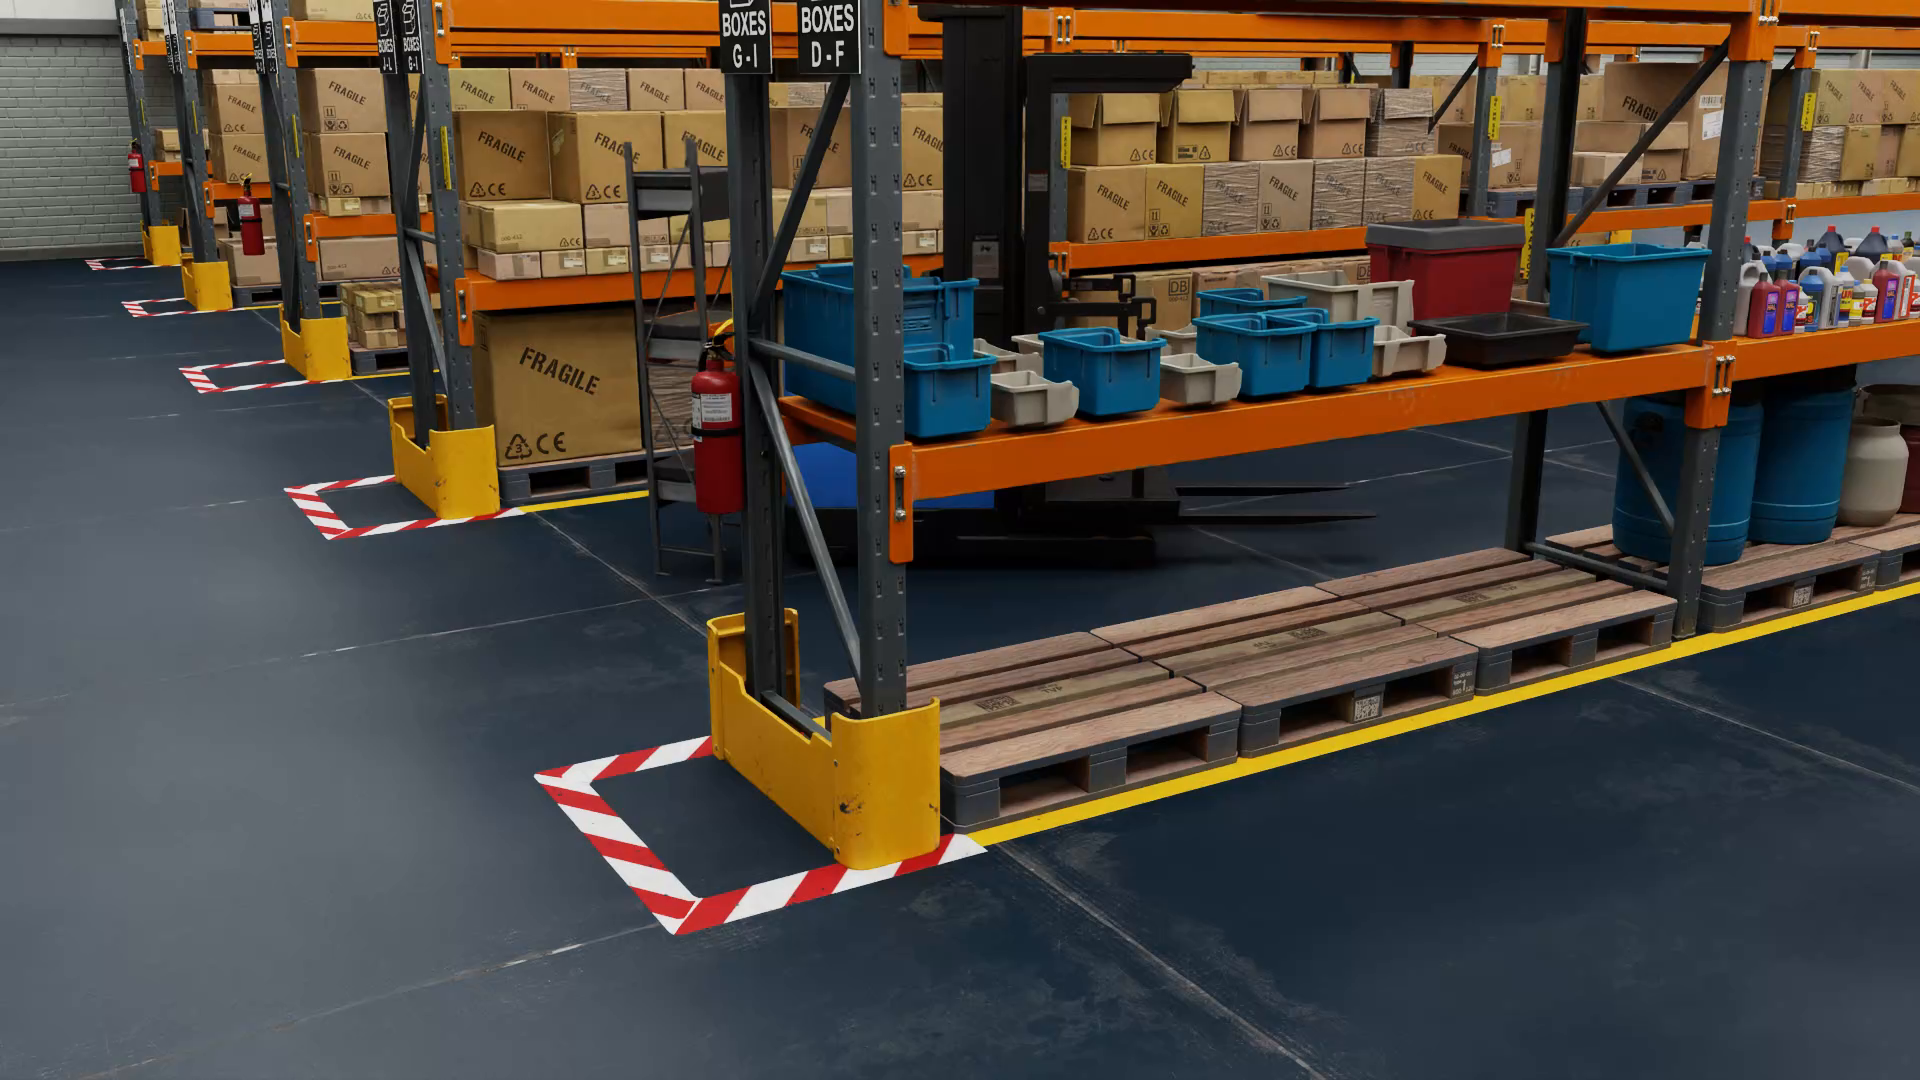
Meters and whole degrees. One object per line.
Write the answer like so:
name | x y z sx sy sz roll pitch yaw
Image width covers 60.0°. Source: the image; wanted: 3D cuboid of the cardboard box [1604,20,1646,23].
cardboard box | 5.242 -4.348 13.585 0.500 0.250 0.500 -9 18 -29

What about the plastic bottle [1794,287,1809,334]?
plastic bottle | 3.692 -1.018 7.353 0.097 0.201 0.097 0 16 0

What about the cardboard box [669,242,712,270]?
cardboard box | -1.671 -1.708 9.912 0.250 0.149 0.380 -10 18 -31

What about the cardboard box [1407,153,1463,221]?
cardboard box | 3.537 -2.747 12.967 0.500 0.500 0.500 -9 18 -28

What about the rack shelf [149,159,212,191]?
rack shelf | -8.974 -5.085 22.826 4.000 0.370 1.077 -9 18 -30

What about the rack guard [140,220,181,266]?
rack guard | -10.623 -3.961 22.112 0.348 0.500 1.175 -9 18 -30

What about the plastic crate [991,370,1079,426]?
plastic crate | 0.224 -0.452 5.344 0.298 0.136 0.250 -9 18 -30

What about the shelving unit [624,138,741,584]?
shelving unit | -1.252 -0.880 8.139 0.431 2.100 0.503 6 17 26

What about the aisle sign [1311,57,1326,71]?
aisle sign | 5.479 -7.562 25.512 0.004 0.787 0.394 -9 18 -30

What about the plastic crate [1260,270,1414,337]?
plastic crate | 1.550 -0.925 6.761 0.530 0.282 0.437 -9 18 -30

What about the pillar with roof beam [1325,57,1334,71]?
pillar with roof beam | 9.326 -10.216 28.683 0.400 9.000 9.100 -9 18 -30

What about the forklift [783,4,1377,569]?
forklift | 0.626 -1.411 8.514 3.031 2.935 1.130 0 16 0

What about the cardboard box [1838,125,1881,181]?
cardboard box | 8.125 -3.682 15.751 0.500 0.500 0.875 -9 18 -30

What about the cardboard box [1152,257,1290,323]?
cardboard box | 1.707 -1.666 12.454 0.875 0.875 1.225 -10 18 -32

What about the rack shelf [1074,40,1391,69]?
rack shelf | 3.079 -5.362 18.258 4.000 0.370 1.077 -9 18 -30

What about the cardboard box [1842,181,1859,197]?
cardboard box | 8.231 -3.330 15.698 0.250 0.149 0.380 -9 18 -30

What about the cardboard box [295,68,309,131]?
cardboard box | -5.229 -3.668 13.850 0.500 0.500 0.500 -10 18 -31

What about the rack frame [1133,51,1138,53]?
rack frame | 2.157 -5.674 23.593 0.127 3.000 1.000 -9 18 -30

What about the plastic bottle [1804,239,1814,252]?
plastic bottle | 4.360 -1.411 8.602 0.133 0.283 0.061 -9 18 -30

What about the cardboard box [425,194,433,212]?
cardboard box | -4.440 -2.860 14.022 0.250 0.149 0.380 -8 18 -27

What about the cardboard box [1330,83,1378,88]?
cardboard box | 4.371 -5.002 19.158 0.500 0.500 0.700 -10 18 -31

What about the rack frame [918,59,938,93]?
rack frame | -0.402 -6.822 27.688 0.127 3.000 1.000 -9 18 -30

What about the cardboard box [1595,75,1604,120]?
cardboard box | 7.884 -5.648 21.223 0.550 0.550 0.875 -9 18 -30

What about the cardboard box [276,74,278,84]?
cardboard box | -7.212 -4.895 17.577 0.250 0.149 0.380 -9 18 -28

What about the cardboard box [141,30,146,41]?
cardboard box | -10.533 -6.575 21.716 0.250 0.149 0.380 -9 18 -28

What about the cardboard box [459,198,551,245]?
cardboard box | -2.747 -1.913 9.902 0.500 0.250 0.500 -10 18 -31

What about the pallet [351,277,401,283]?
pallet | -6.439 -2.961 19.081 1.213 0.211 1.003 -9 18 -30

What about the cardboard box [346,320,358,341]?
cardboard box | -5.149 -1.825 14.368 0.250 0.149 0.380 -9 18 -29

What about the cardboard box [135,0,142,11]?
cardboard box | -10.451 -7.036 21.696 0.500 0.250 0.500 -10 18 -31

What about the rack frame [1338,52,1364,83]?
rack frame | 4.793 -4.543 19.558 0.127 3.000 1.000 -9 18 -30

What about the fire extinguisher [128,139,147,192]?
fire extinguisher | -10.577 -4.809 21.344 0.183 0.674 0.296 -9 18 -30

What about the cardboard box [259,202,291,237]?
cardboard box | -9.363 -4.325 22.635 0.500 0.500 0.700 -8 18 -27

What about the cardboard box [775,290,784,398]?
cardboard box | -0.975 -1.250 10.969 0.875 0.875 0.875 -9 18 -30

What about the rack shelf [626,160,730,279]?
rack shelf | -1.266 -1.542 7.956 0.431 0.518 0.480 6 17 26

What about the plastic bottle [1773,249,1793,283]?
plastic bottle | 4.067 -1.304 8.242 0.097 0.271 0.097 0 16 0

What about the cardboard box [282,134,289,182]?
cardboard box | -7.150 -4.131 17.904 0.500 0.500 0.500 -10 18 -31

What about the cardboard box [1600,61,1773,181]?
cardboard box | 6.508 -3.794 14.997 1.000 1.000 1.000 -9 18 -29

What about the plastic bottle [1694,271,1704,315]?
plastic bottle | 3.519 -1.181 7.935 0.097 0.201 0.097 0 16 0

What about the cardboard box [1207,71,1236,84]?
cardboard box | 3.539 -6.487 23.906 0.500 0.500 0.700 -10 18 -31

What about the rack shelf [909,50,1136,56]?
rack shelf | 0.443 -6.494 22.293 4.000 0.370 1.077 -9 18 -30

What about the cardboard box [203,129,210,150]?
cardboard box | -9.729 -5.295 21.970 0.500 0.250 0.500 -9 18 -29

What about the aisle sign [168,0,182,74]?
aisle sign | -8.041 -5.180 17.016 0.004 0.787 0.394 -9 18 -30

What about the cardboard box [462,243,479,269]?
cardboard box | -2.890 -1.718 9.945 0.250 0.149 0.380 -9 18 -29

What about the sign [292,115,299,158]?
sign | -5.214 -3.166 13.042 0.005 0.325 0.100 -9 18 -30

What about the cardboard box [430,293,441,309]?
cardboard box | -4.413 -2.056 14.089 0.250 0.149 0.380 -9 18 -30

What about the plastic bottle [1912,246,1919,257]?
plastic bottle | 5.221 -1.505 9.091 0.097 0.201 0.097 0 16 0

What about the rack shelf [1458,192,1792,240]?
rack shelf | 5.546 -2.757 14.519 4.000 0.370 1.077 -9 18 -30

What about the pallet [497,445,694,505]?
pallet | -2.380 -0.499 10.300 1.213 0.211 1.003 -9 18 -30

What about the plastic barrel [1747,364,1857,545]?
plastic barrel | 4.036 -0.485 8.192 0.708 0.901 0.600 -9 18 -30

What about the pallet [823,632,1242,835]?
pallet | 0.252 0.670 6.128 1.213 0.211 1.003 -9 18 -30

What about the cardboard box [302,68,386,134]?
cardboard box | -4.972 -3.548 13.422 0.500 0.500 0.500 -9 18 -30
